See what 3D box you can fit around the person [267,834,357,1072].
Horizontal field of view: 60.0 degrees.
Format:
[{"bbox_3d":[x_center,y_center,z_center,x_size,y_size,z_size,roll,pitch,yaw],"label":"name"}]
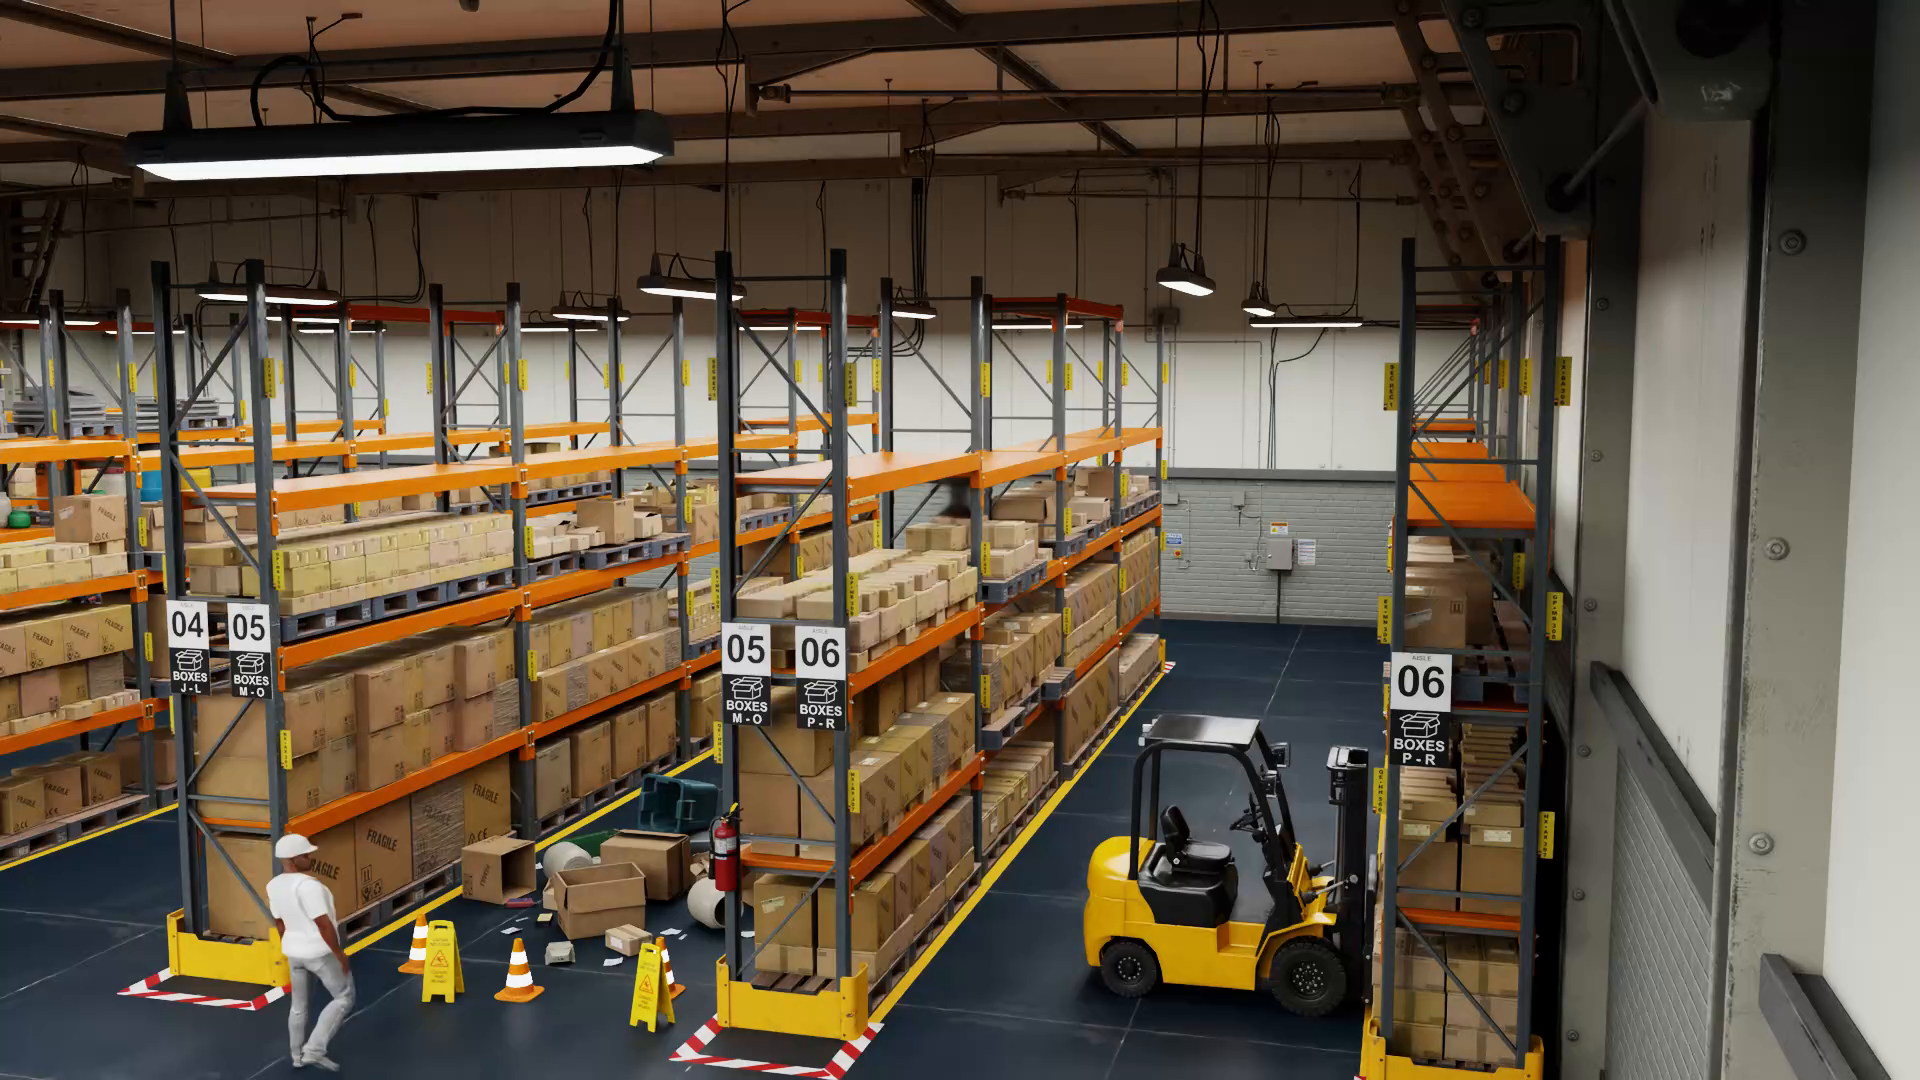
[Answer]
[{"bbox_3d":[-4.729,3.006,12.092,0.675,1.760,0.429,3,7,25],"label":"person"}]
